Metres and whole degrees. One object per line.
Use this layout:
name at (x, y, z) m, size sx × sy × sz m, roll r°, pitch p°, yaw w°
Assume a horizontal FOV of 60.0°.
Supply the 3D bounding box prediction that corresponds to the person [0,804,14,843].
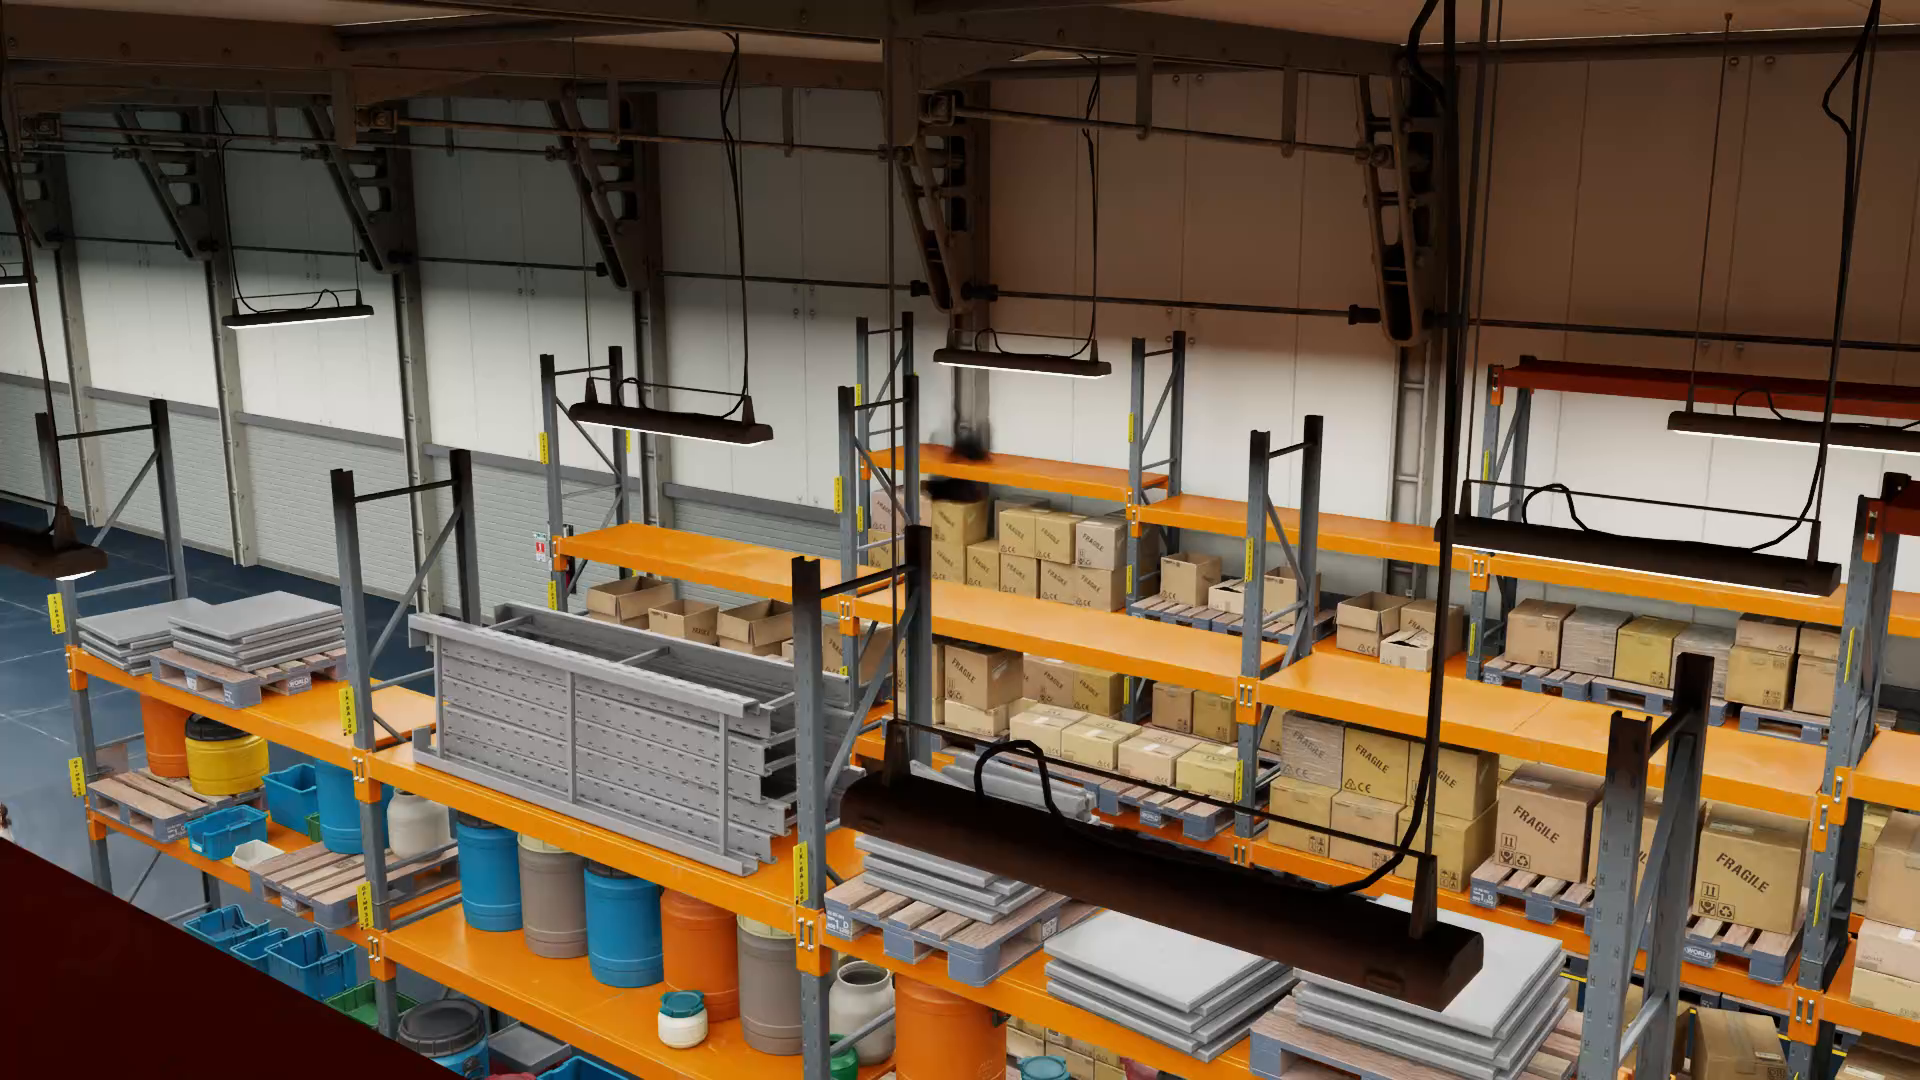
person at (-9.701, 3.436, 16.864) m, size 0.753 × 1.617 × 0.571 m, roll -7°, pitch 15°, yaw -29°

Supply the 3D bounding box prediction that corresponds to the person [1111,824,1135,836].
person at (1.627, 3.492, 16.614) m, size 0.727 × 1.618 × 0.593 m, roll 5°, pitch 14°, yaw 20°
